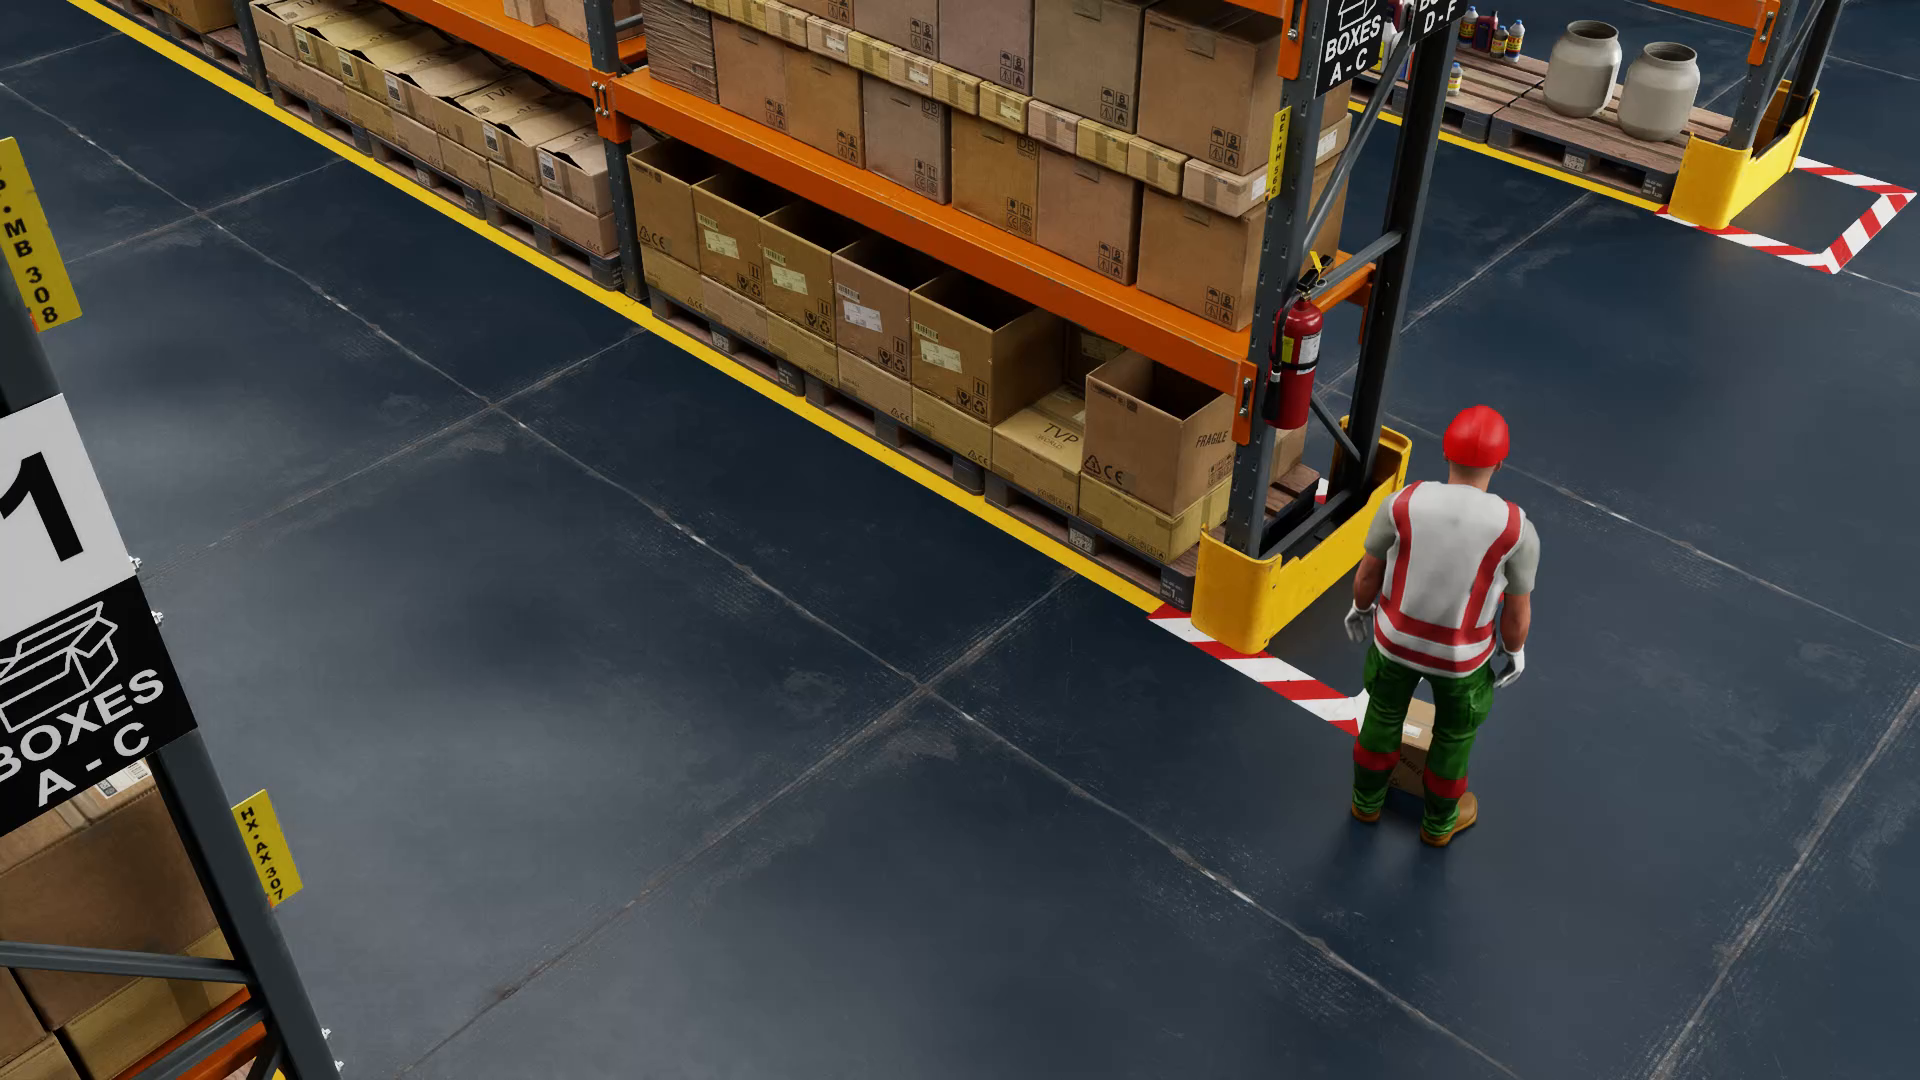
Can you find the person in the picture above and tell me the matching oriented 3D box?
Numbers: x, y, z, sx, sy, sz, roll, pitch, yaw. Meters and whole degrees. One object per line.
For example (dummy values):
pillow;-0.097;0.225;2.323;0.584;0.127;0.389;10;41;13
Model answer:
person;1.639;0.325;5.741;0.620;1.780;0.446;18;42;21
